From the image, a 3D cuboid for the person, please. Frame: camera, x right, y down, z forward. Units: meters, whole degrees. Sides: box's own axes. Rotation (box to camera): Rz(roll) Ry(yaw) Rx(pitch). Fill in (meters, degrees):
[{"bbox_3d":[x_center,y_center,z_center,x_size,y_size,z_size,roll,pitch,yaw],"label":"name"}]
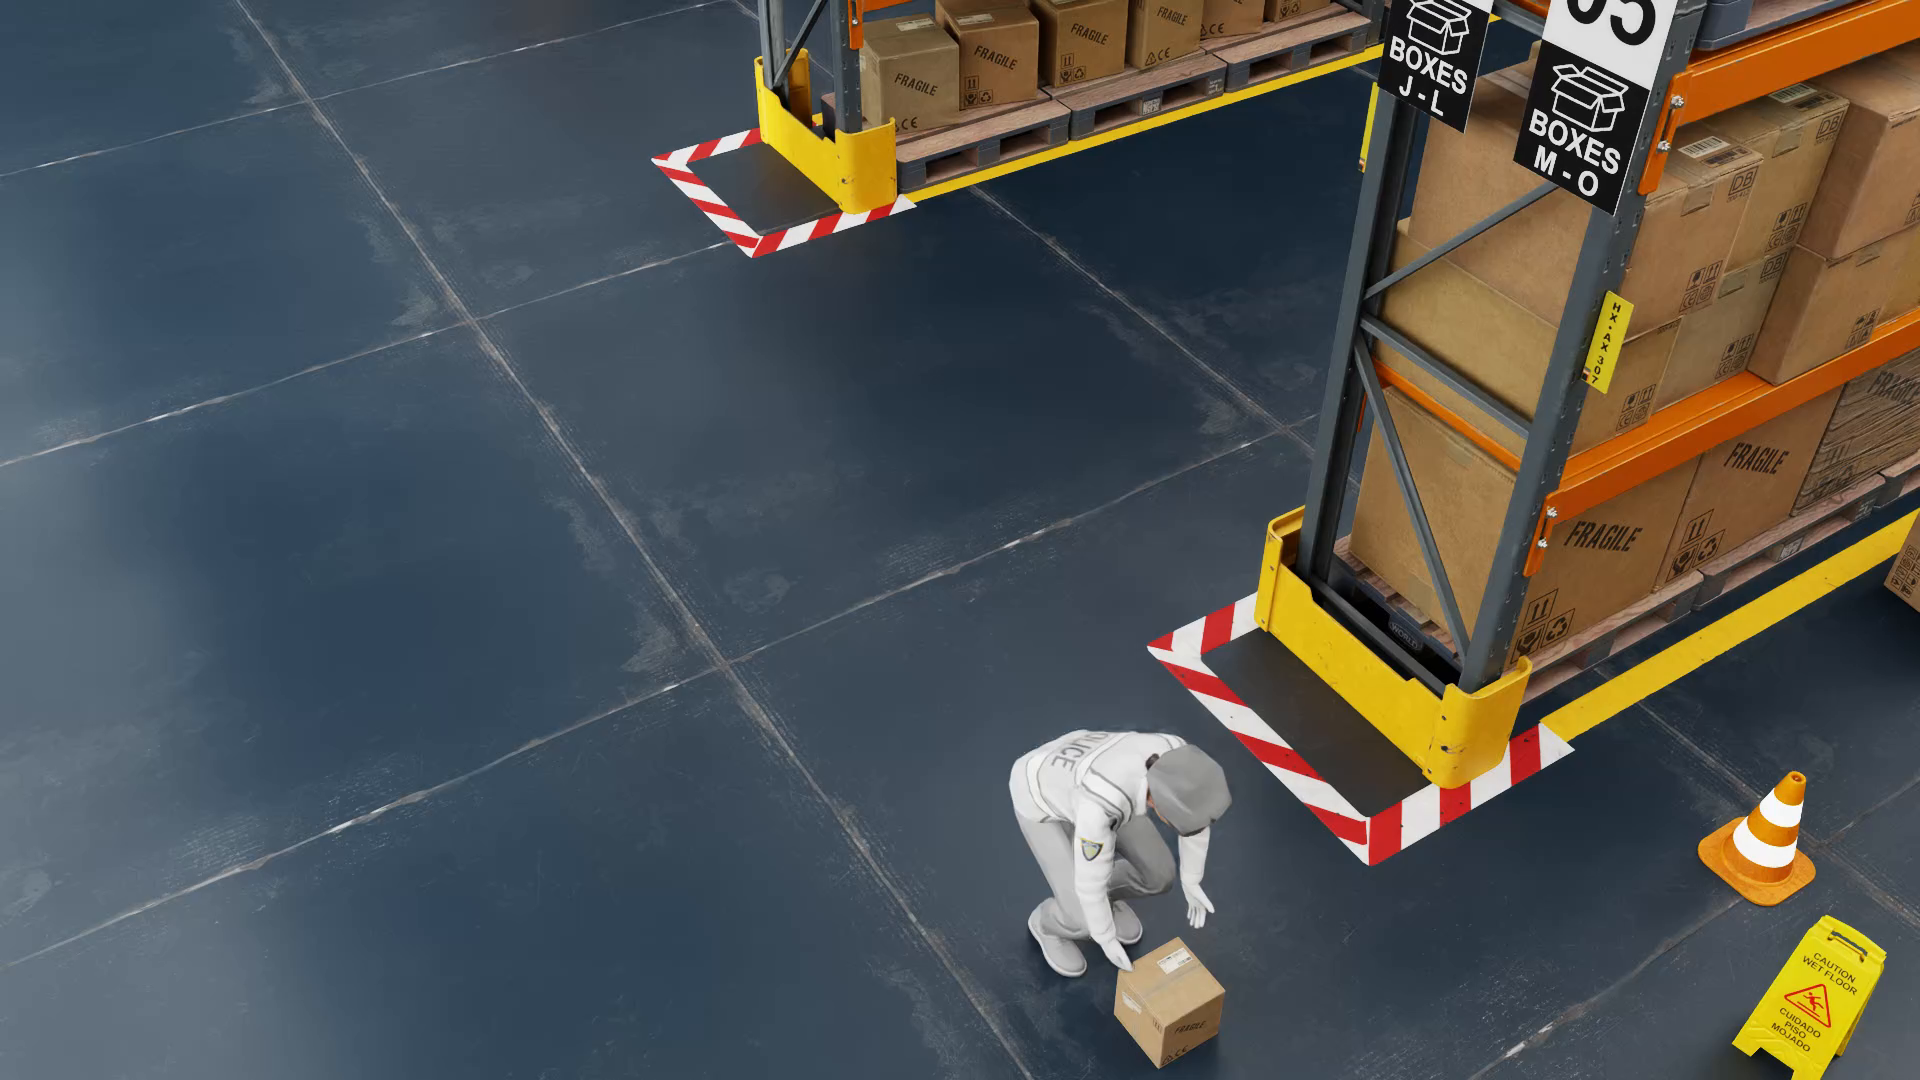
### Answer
[{"bbox_3d":[0.516,0.972,5.414,0.522,1.180,0.796,-23,46,-24],"label":"person"}]
